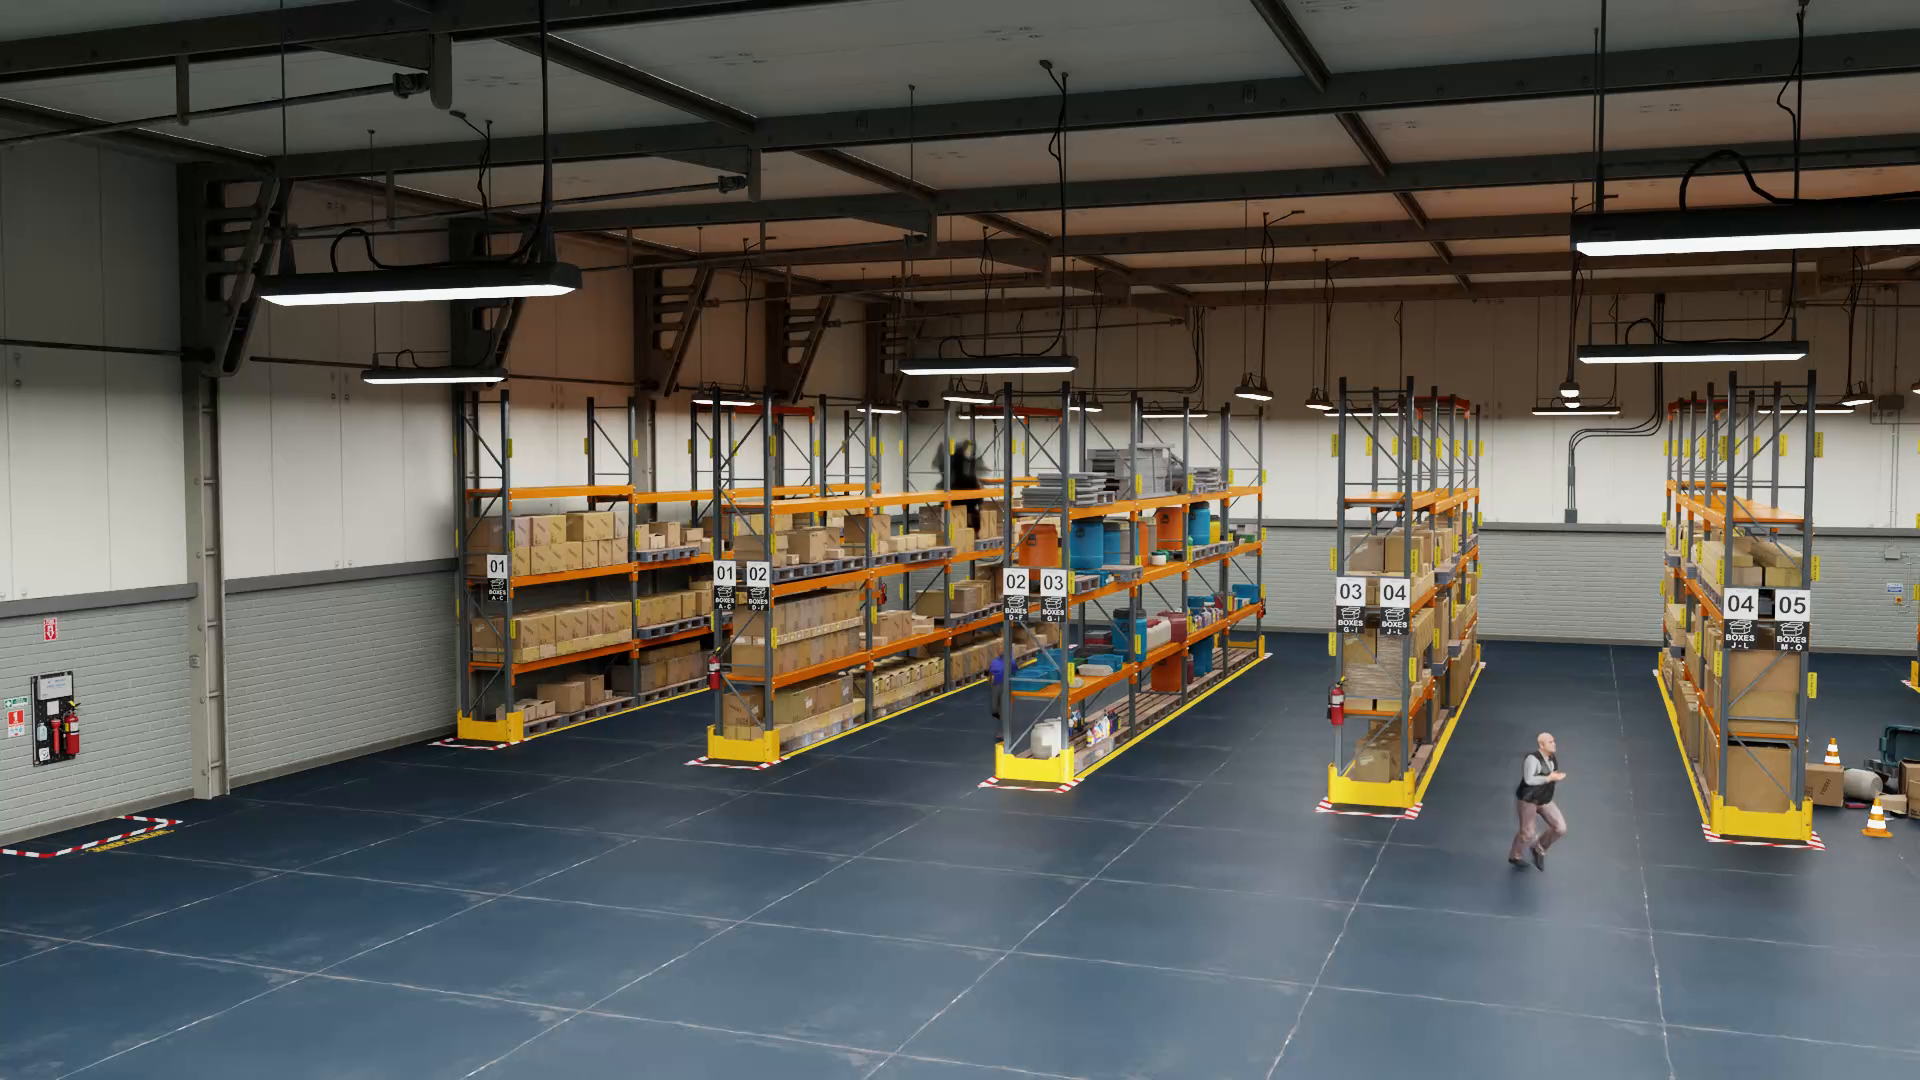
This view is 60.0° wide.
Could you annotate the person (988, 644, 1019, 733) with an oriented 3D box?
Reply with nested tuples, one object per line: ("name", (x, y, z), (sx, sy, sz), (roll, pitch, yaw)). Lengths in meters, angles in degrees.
("person", (0.755, 2.574, 28.874), (0.578, 1.541, 0.580), (1, 3, 19))

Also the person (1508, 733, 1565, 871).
("person", (6.793, 3.071, 19.503), (0.517, 1.661, 0.816), (-2, 4, -28))
